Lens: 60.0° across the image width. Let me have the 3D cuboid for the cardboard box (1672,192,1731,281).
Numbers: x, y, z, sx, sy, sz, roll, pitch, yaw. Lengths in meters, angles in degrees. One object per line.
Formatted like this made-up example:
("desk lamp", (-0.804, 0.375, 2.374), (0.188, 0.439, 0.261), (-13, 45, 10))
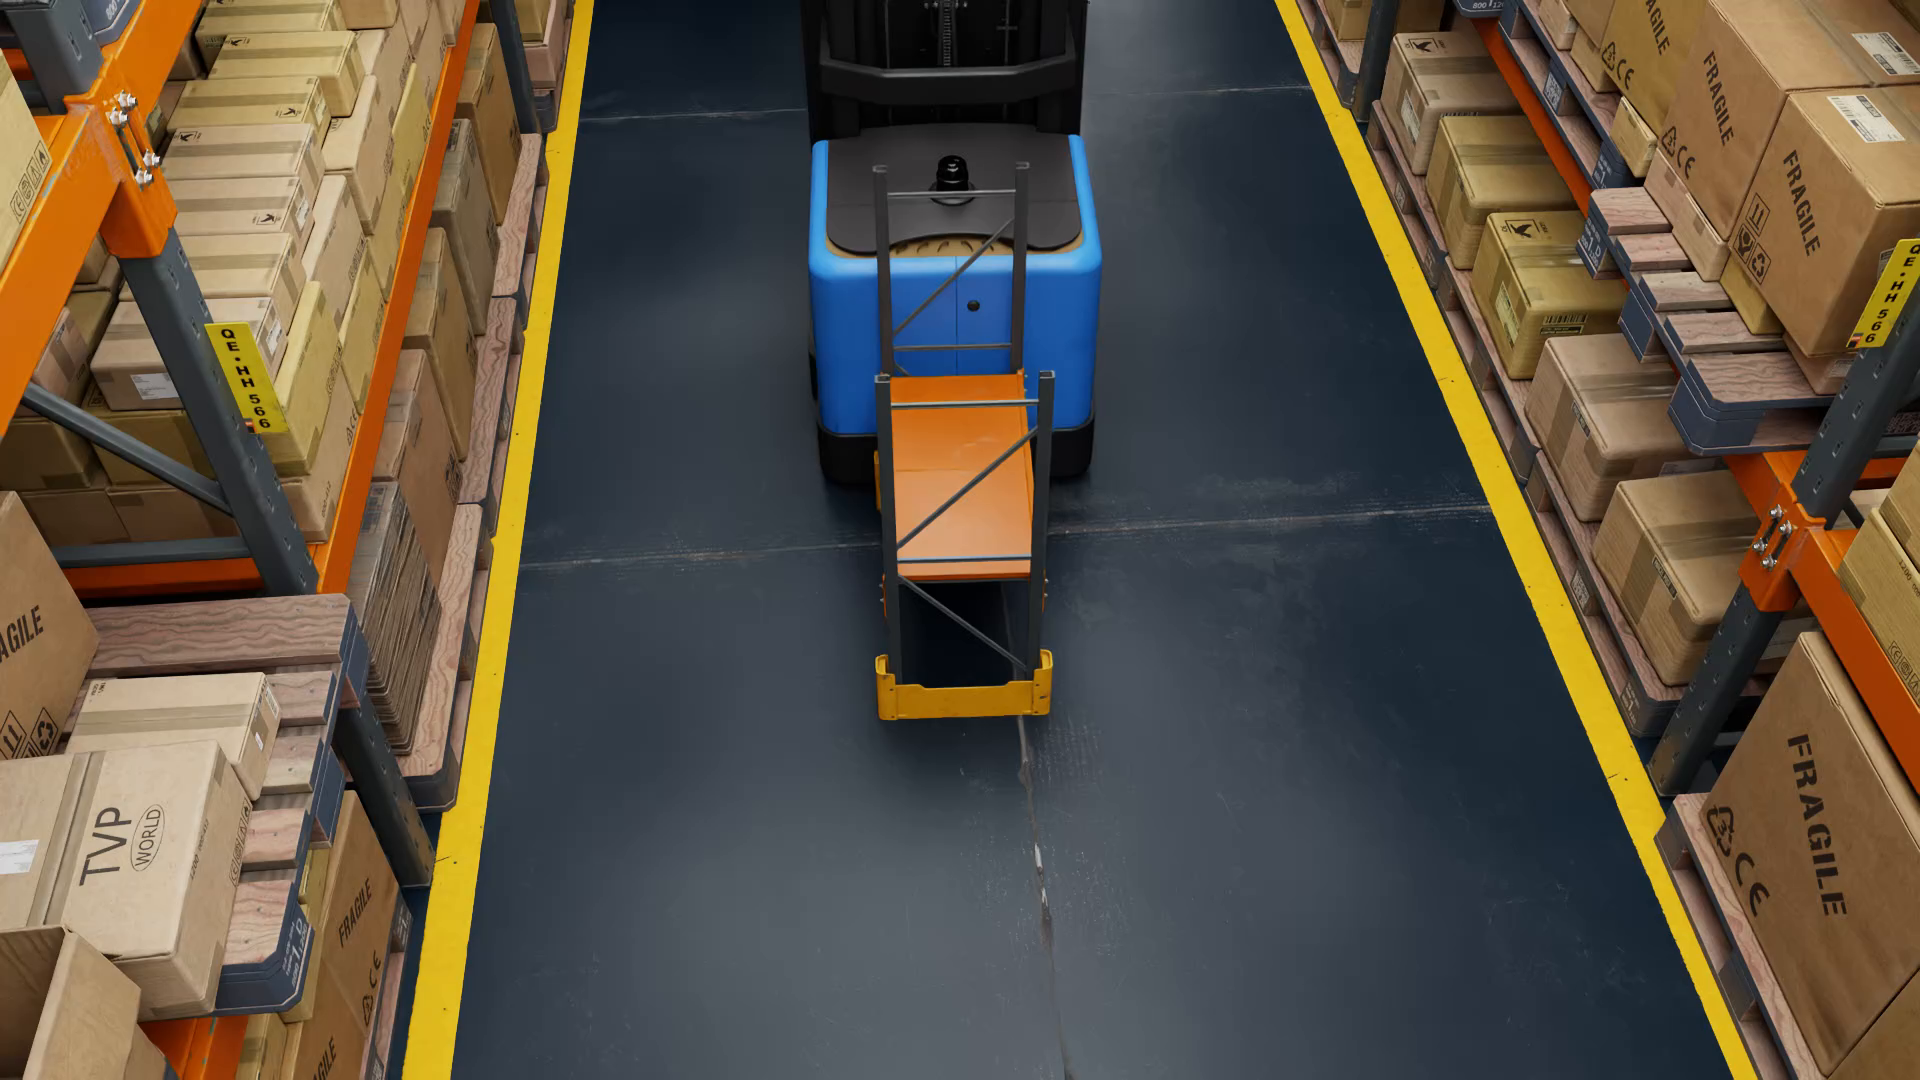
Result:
("cardboard box", (2.360, -0.909, 4.929), (0.380, 0.149, 0.250), (-4, 47, -4))

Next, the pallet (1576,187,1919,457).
("pallet", (2.617, -0.702, 4.981), (1.213, 0.211, 1.003), (-3, 47, -3))

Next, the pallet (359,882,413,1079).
("pallet", (-2.139, 1.547, 4.640), (1.003, 0.211, 1.213), (-3, 47, -3))

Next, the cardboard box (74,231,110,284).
("cardboard box", (-2.487, -0.809, 4.434), (0.380, 0.149, 0.250), (-4, 47, -3))

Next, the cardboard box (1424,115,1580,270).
("cardboard box", (2.558, -1.495, 7.120), (0.950, 0.372, 0.625), (-1, 47, -1))

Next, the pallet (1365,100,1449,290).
("pallet", (2.514, -1.631, 7.649), (1.003, 0.211, 1.213), (-3, 47, -3))

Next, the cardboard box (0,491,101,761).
("cardboard box", (-2.276, 0.248, 3.591), (0.500, 0.500, 0.500), (-2, 47, -1))

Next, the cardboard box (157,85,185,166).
("cardboard box", (-2.562, -1.116, 5.000), (0.500, 0.250, 0.500), (-4, 47, -4))

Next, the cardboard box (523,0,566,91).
("cardboard box", (-2.209, -2.418, 8.078), (0.500, 0.250, 0.500), (-3, 47, -3))

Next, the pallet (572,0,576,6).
("pallet", (-2.628, -3.353, 9.280), (1.003, 0.211, 1.213), (-3, 47, -3))

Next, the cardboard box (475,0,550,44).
("cardboard box", (-2.231, -2.588, 7.896), (0.500, 0.250, 0.500), (-4, 47, -3))

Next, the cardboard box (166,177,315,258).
("cardboard box", (-1.967, -0.838, 4.462), (0.380, 0.149, 0.250), (-2, 47, -2))

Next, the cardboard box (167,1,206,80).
("cardboard box", (-2.540, -1.545, 5.132), (0.380, 0.149, 0.250), (-2, 47, -2))

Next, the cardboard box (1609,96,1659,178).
("cardboard box", (2.310, -1.290, 5.290), (0.380, 0.149, 0.250), (-3, 47, -3))

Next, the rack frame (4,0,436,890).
("rack frame", (-2.163, 0.045, 4.141), (1.000, 3.000, 0.127), (-3, 47, -3))

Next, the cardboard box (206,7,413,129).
("cardboard box", (-2.092, -1.521, 5.384), (0.500, 0.250, 0.500), (-3, 47, -3))

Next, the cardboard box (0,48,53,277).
("cardboard box", (-1.879, -0.578, 2.769), (0.500, 0.250, 0.500), (-5, 47, -5))

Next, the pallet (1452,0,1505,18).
("pallet", (2.367, -2.525, 6.708), (1.003, 0.211, 1.213), (-3, 47, -3))

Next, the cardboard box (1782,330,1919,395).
("cardboard box", (2.521, -0.540, 4.579), (0.380, 0.149, 0.250), (-2, 47, -2))

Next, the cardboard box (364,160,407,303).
("cardboard box", (-2.044, -0.976, 5.211), (0.500, 0.250, 0.500), (-5, 47, -5))

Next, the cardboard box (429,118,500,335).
("cardboard box", (-2.386, -1.238, 6.703), (0.875, 0.625, 0.625), (-4, 47, -4))

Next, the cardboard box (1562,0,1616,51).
("cardboard box", (2.325, -1.986, 5.502), (0.500, 0.500, 0.500), (-5, 47, -5))

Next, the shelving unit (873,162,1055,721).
("shelving unit", (-0.007, -0.301, 5.502), (0.587, 1.500, 1.083), (-2, 47, -2))

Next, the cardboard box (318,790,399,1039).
("cardboard box", (-1.914, 1.053, 4.619), (0.500, 0.500, 0.500), (-2, 47, -2))

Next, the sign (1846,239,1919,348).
("sign", (2.243, -0.590, 4.000), (0.100, 0.325, 0.005), (-3, 47, -3))

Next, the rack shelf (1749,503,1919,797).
("rack shelf", (2.950, 1.435, 3.320), (1.077, 0.370, 4.000), (-3, 47, -3))

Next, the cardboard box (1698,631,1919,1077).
("cardboard box", (2.758, 0.832, 4.570), (0.875, 0.875, 0.875), (-4, 47, -4))

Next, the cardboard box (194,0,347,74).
("cardboard box", (-2.133, -1.576, 5.161), (0.380, 0.149, 0.250), (-3, 47, -3))

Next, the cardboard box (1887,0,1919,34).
("cardboard box", (2.925, -1.256, 4.811), (0.500, 0.500, 0.500), (-1, 47, -1))

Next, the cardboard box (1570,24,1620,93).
("cardboard box", (2.312, -1.656, 5.636), (0.380, 0.149, 0.250), (-5, 47, -5))

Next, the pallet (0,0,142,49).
("pallet", (-2.309, -1.407, 3.581), (1.213, 0.211, 1.003), (-2, 47, -1))

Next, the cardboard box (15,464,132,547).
("cardboard box", (-2.456, -0.213, 4.489), (0.500, 0.250, 0.500), (-4, 47, -4))

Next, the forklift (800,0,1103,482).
("forklift", (-0.072, -2.290, 6.400), (1.130, 2.935, 3.031), (-2, 47, -2))

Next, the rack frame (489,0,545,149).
("rack frame", (-2.498, -2.849, 6.882), (1.000, 3.000, 0.127), (-3, 47, -3))

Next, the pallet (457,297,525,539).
("pallet", (-2.293, -0.475, 6.554), (1.003, 0.211, 1.213), (-3, 47, -3))

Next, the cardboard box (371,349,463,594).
("cardboard box", (-2.265, -0.207, 5.726), (0.875, 0.625, 0.625), (-2, 47, -2))

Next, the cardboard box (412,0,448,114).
("cardboard box", (-2.137, -1.724, 5.920), (0.500, 0.250, 0.500), (-3, 47, -3))

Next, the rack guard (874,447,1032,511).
("rack guard", (-0.027, -0.232, 6.298), (0.587, 0.250, 0.087), (-2, 47, -2))

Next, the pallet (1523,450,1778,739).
("pallet", (2.719, 0.134, 5.977), (1.003, 0.211, 1.213), (-3, 47, -3))

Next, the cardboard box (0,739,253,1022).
("cardboard box", (-1.753, 0.696, 3.339), (0.500, 0.250, 0.500), (-5, 47, -5))

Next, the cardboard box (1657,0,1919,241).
("cardboard box", (2.413, -1.226, 4.782), (0.500, 0.500, 0.500), (-4, 47, -4))

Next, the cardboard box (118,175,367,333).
("cardboard box", (-1.998, -0.773, 4.675), (0.500, 0.250, 0.500), (-2, 47, -2))

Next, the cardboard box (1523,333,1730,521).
("cardboard box", (2.675, -0.443, 6.124), (0.950, 0.372, 0.625), (-4, 47, -4))

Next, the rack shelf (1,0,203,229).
("rack shelf", (-2.331, -2.186, 4.684), (1.077, 0.370, 4.000), (-3, 47, -3))

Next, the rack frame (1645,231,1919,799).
("rack frame", (2.782, -0.259, 4.429), (1.000, 3.000, 0.127), (-3, 47, -3))

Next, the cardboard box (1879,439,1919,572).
("cardboard box", (2.579, 0.002, 3.941), (0.500, 0.250, 0.500), (-4, 47, -4))

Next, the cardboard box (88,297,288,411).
("cardboard box", (-1.897, -0.461, 4.105), (0.380, 0.149, 0.250), (-2, 47, -2))

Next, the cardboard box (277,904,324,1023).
("cardboard box", (-1.816, 1.075, 4.152), (0.380, 0.149, 0.250), (-6, 47, -5))

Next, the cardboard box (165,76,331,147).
("cardboard box", (-2.053, -1.206, 4.811), (0.380, 0.149, 0.250), (-3, 47, -3))

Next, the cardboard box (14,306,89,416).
("cardboard box", (-2.392, -0.435, 4.081), (0.380, 0.149, 0.250), (-2, 47, -2))

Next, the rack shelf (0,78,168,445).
("rack shelf", (-1.996, 0.708, 1.943), (1.077, 0.370, 4.000), (-3, 47, -3))

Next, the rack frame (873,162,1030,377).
("rack frame", (-0.028, -0.676, 5.857), (0.500, 1.500, 0.032), (-2, 47, -2))

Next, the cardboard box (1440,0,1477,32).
("cardboard box", (2.667, -2.795, 8.436), (0.500, 0.250, 0.500), (-5, 47, -5))

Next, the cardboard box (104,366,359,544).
("cardboard box", (-1.957, -0.239, 4.514), (0.500, 0.250, 0.500), (-3, 47, -3))

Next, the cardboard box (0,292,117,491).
("cardboard box", (-2.478, -0.383, 4.306), (0.500, 0.250, 0.500), (-3, 47, -2))
